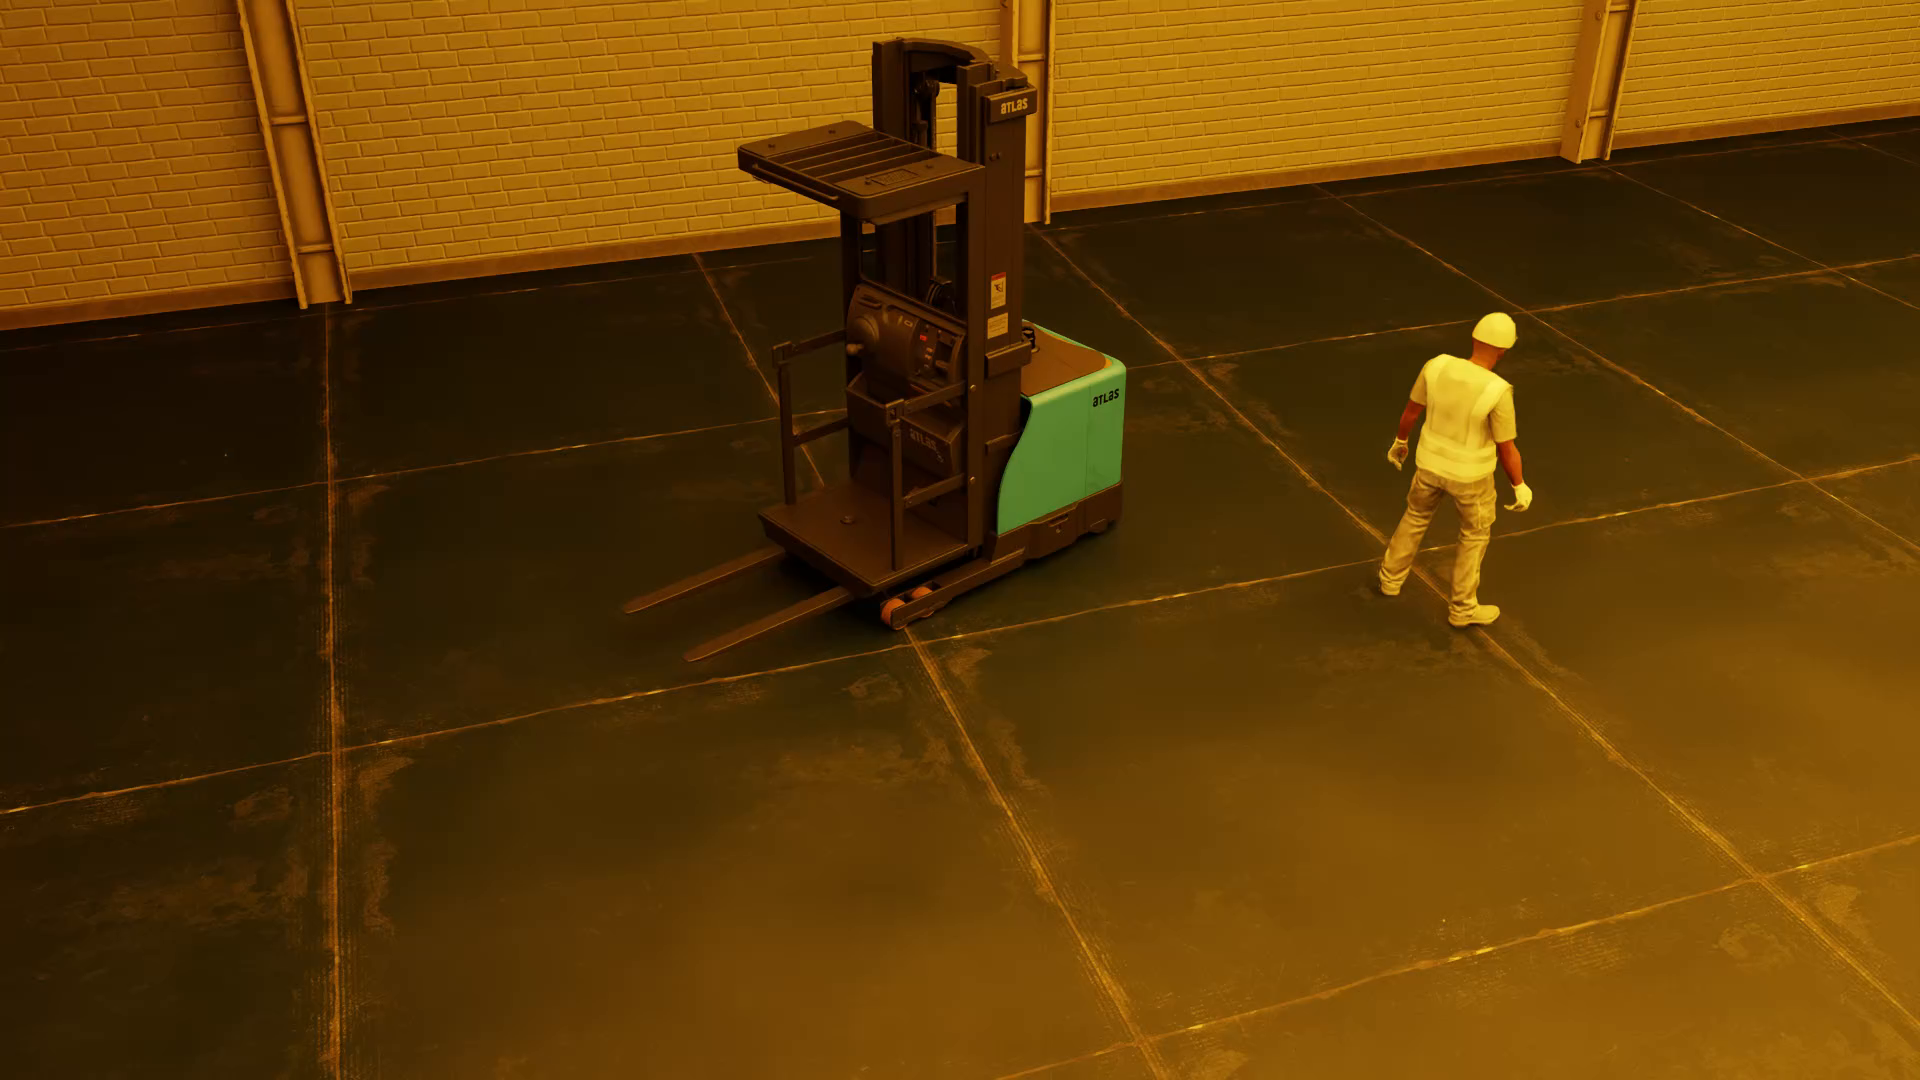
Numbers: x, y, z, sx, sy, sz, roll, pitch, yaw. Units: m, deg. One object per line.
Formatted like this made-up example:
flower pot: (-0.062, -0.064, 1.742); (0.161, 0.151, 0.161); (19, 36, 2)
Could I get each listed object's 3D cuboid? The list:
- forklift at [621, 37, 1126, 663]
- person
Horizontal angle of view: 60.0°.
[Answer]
forklift: (-0.461, -1.072, 8.951); (3.031, 2.935, 1.130); (-23, 37, -34)
person: (2.701, -0.395, 8.945); (0.383, 1.767, 0.808); (-25, 39, -37)
